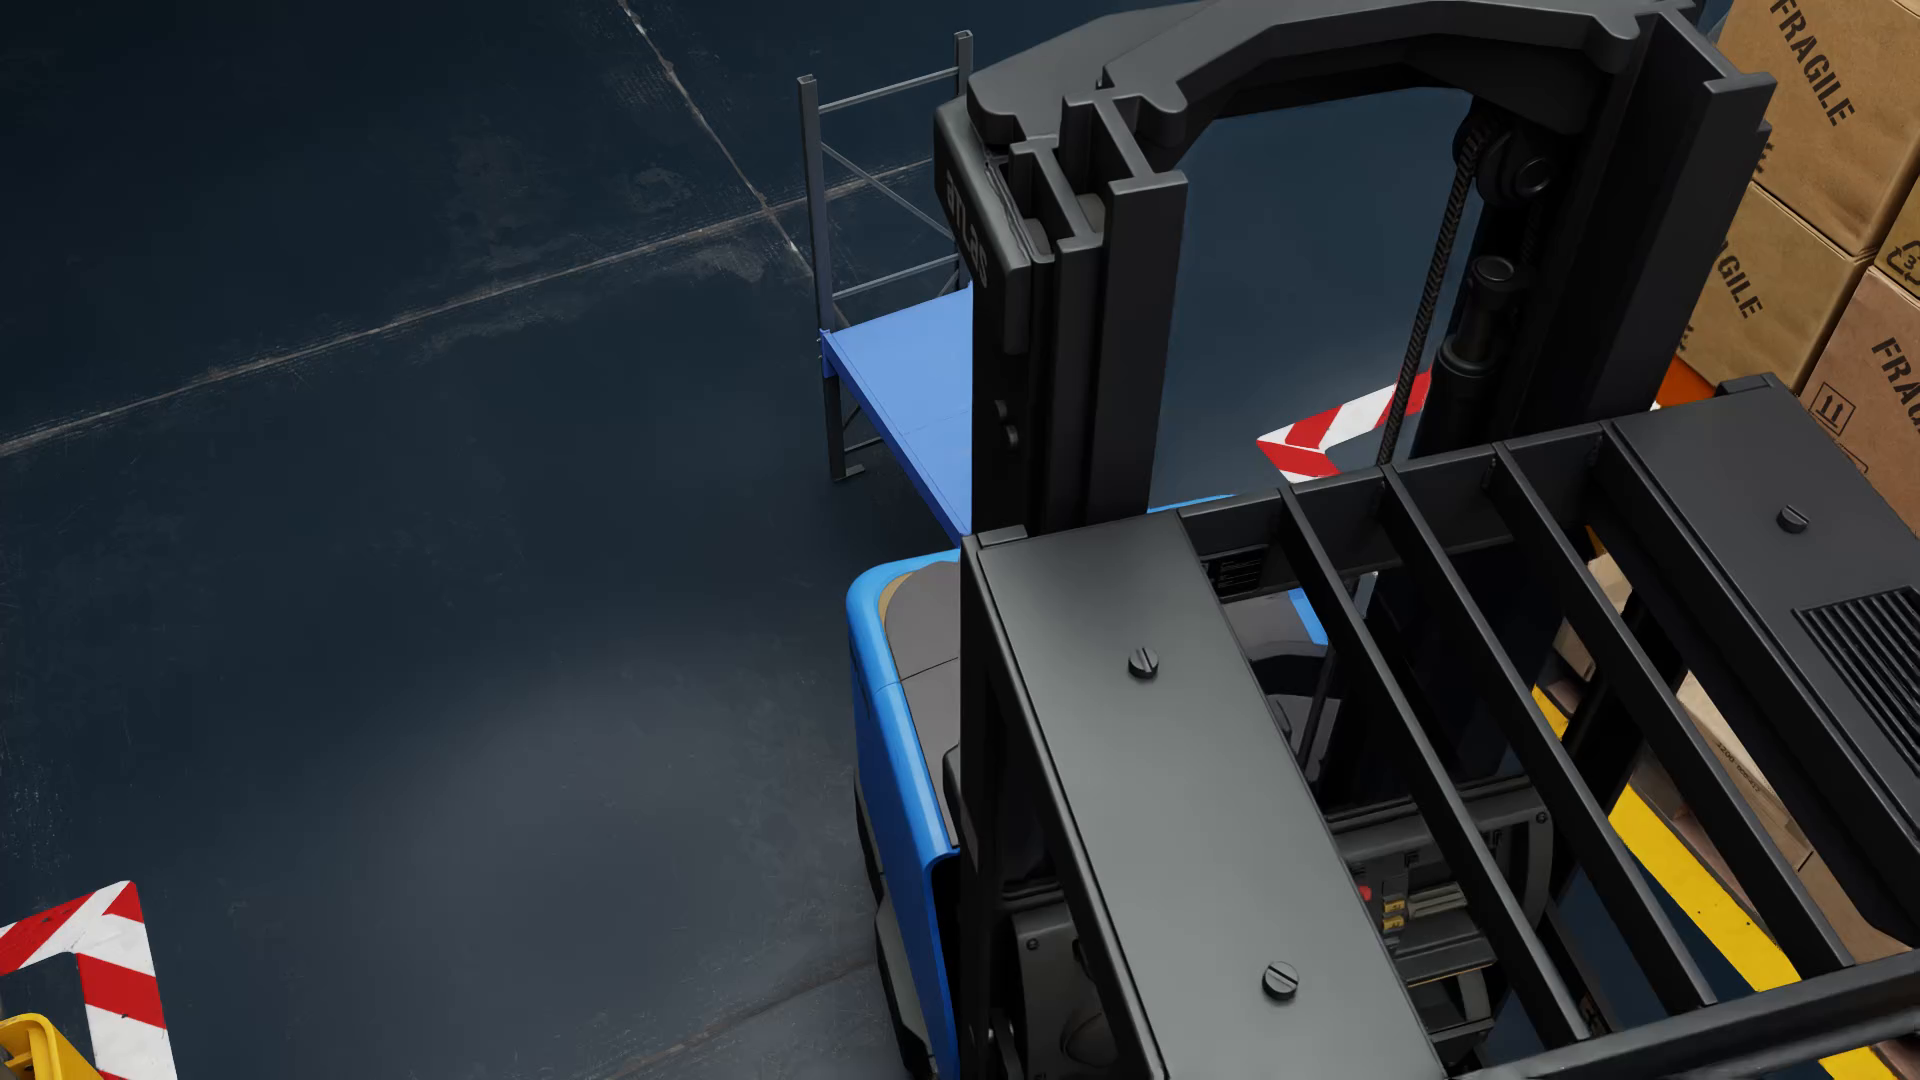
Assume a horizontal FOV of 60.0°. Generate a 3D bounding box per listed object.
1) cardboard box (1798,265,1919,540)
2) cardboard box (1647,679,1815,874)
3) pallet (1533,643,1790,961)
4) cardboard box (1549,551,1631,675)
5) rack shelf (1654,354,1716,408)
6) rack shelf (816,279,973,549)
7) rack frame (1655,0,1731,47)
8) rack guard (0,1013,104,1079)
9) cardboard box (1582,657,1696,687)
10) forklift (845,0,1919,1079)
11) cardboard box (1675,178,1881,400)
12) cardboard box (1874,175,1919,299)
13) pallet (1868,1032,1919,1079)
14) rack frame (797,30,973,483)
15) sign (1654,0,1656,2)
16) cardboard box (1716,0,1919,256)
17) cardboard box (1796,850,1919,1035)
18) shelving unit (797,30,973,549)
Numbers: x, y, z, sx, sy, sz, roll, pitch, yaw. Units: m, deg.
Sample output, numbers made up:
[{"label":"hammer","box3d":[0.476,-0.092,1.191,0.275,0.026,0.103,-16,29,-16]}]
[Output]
[{"label":"cardboard box","box3d":[2.160,-0.309,3.461,0.500,0.500,0.500,-22,52,-18]},{"label":"cardboard box","box3d":[2.176,0.550,4.311,0.500,0.250,0.500,-21,52,-18]},{"label":"pallet","box3d":[2.351,0.495,4.677,1.003,0.211,1.213,-21,52,-18]},{"label":"cardboard box","box3d":[1.836,0.185,4.697,0.380,0.149,0.250,-21,52,-18]},{"label":"rack shelf","box3d":[2.866,0.568,3.238,1.077,0.370,4.000,-21,52,-18]},{"label":"rack shelf","box3d":[0.039,-0.318,4.771,0.538,0.185,1.000,-21,52,-18]},{"label":"rack frame","box3d":[1.950,-1.007,4.138,1.000,3.000,0.127,-21,52,-18]},{"label":"rack guard","box3d":[-2.464,1.509,3.598,1.175,0.500,0.348,-21,52,-18]},{"label":"cardboard box","box3d":[1.951,0.347,4.544,0.380,0.166,0.250,-21,52,-18]},{"label":"forklift","box3d":[0.603,0.788,2.614,1.130,2.935,3.031,-12,50,-10]},{"label":"cardboard box","box3d":[1.919,-0.652,3.761,0.500,0.500,0.500,-20,52,-17]},{"label":"cardboard box","box3d":[2.165,-0.634,3.081,0.500,0.500,0.500,-21,52,-17]},{"label":"pallet","box3d":[2.905,1.311,3.964,1.003,0.211,1.213,-21,52,-18]},{"label":"rack frame","box3d":[-0.194,-0.777,4.933,0.500,1.500,0.032,-21,52,-18]},{"label":"sign","box3d":[1.468,-1.105,3.649,0.100,0.325,0.005,-21,52,-18]},{"label":"cardboard box","box3d":[1.919,-0.981,3.385,0.500,0.500,0.500,-20,52,-16]},{"label":"cardboard box","box3d":[2.405,0.884,4.018,0.500,0.250,0.500,-21,52,-18]},{"label":"shelving unit","box3d":[0.039,-0.437,4.636,0.538,1.500,1.048,-21,52,-18]}]
